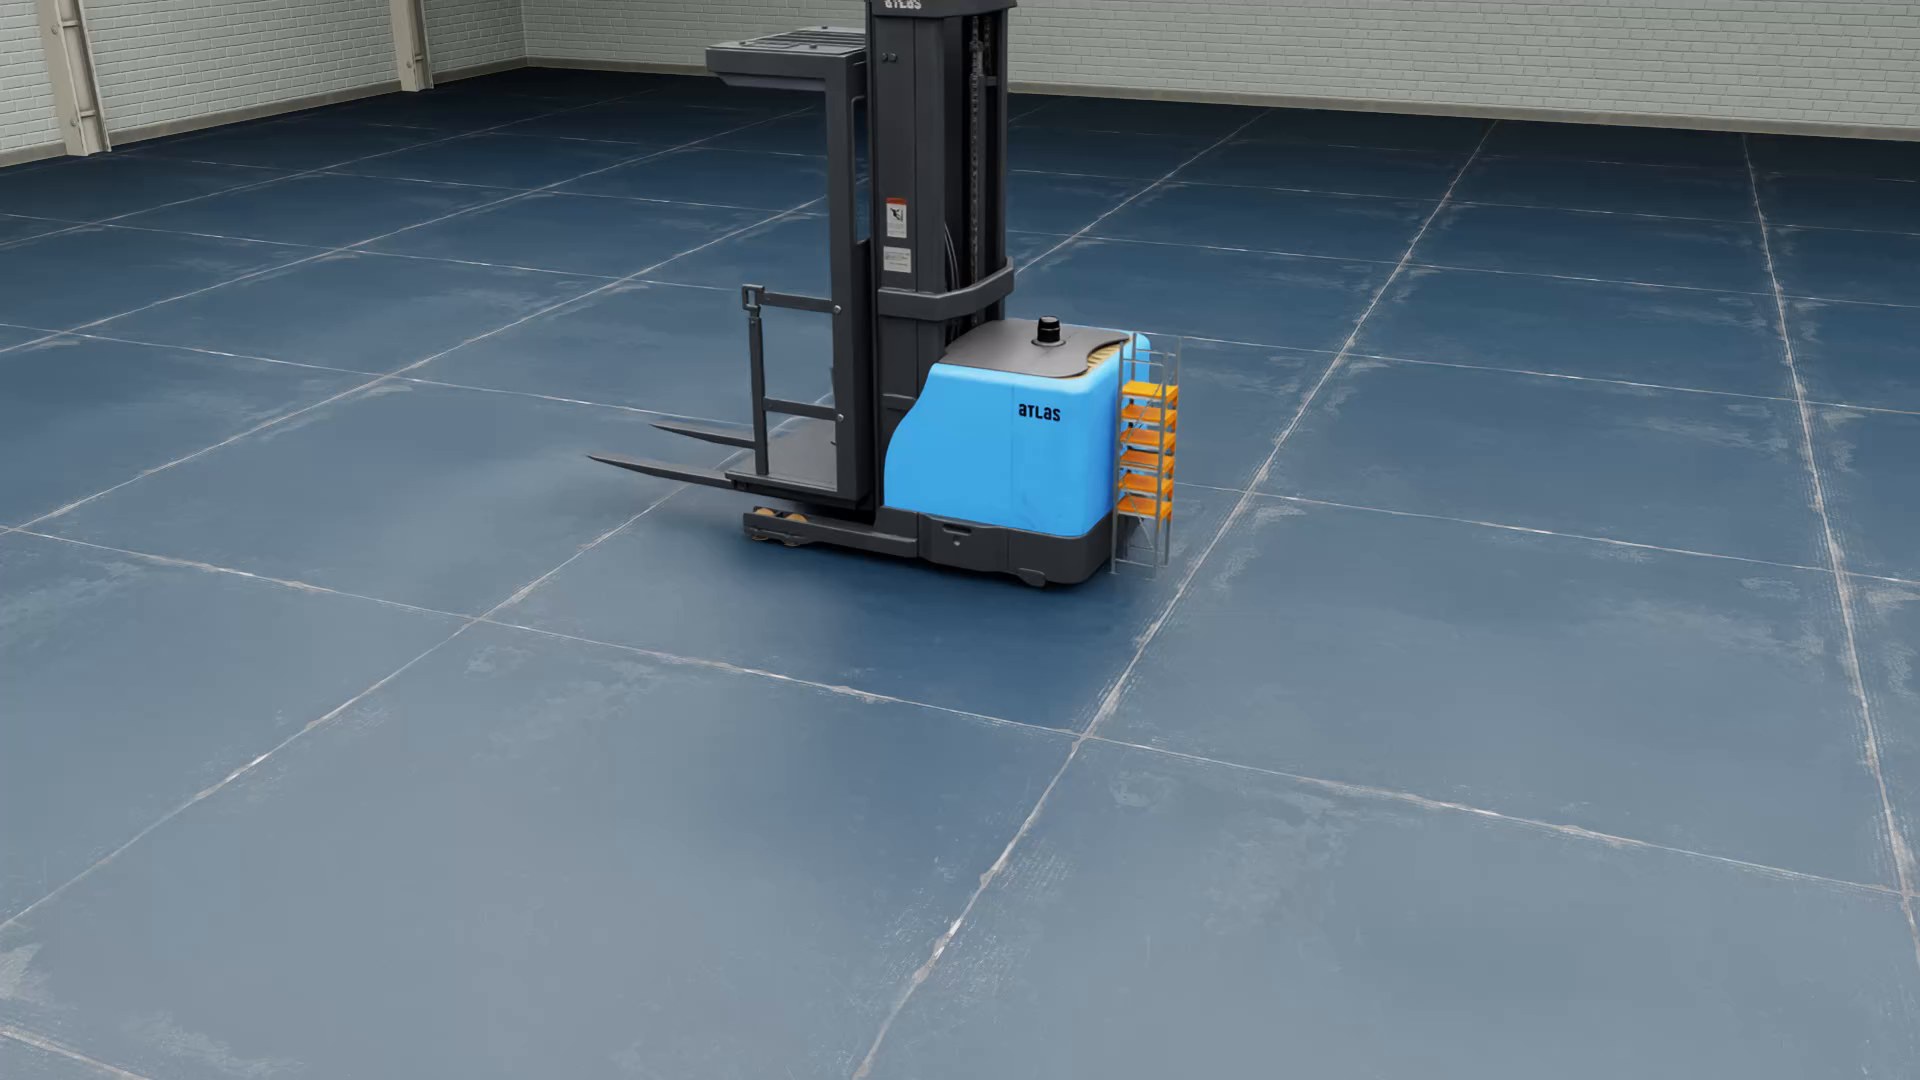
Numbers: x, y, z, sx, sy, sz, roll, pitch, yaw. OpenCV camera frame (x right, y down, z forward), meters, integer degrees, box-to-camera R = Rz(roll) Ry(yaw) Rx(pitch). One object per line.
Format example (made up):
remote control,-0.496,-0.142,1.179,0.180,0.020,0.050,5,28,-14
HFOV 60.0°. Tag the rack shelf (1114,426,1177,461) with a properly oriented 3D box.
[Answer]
rack shelf,0.905,-0.467,8.115,0.258,0.103,0.180,10,25,23

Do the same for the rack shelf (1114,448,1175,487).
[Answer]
rack shelf,0.905,-0.356,8.161,0.258,0.103,0.180,10,25,23

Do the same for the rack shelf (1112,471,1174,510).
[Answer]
rack shelf,0.905,-0.246,8.208,0.258,0.103,0.180,10,25,23

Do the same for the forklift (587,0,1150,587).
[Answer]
forklift,-0.576,-1.489,8.512,3.031,2.935,1.130,10,25,23

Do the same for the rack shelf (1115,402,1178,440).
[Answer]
rack shelf,0.905,-0.578,8.069,0.258,0.103,0.180,10,25,23

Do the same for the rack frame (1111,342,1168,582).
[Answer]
rack frame,0.867,-0.365,8.068,0.240,1.200,0.006,10,25,23

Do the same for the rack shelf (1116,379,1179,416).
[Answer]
rack shelf,0.905,-0.688,8.023,0.258,0.103,0.180,10,25,23

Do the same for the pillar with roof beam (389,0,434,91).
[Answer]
pillar with roof beam,-4.141,-10.293,21.716,9.100,9.000,0.400,9,24,20

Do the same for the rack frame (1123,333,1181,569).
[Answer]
rack frame,0.944,-0.429,8.221,0.240,1.200,0.006,10,25,23

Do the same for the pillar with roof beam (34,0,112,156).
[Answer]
pillar with roof beam,-6.369,-8.146,16.576,9.100,9.000,0.400,9,24,20

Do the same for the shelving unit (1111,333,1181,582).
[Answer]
shelving unit,0.905,-0.397,8.144,0.258,1.200,0.189,10,25,23

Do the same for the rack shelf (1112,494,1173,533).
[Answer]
rack shelf,0.905,-0.135,8.254,0.258,0.103,0.180,10,25,23
